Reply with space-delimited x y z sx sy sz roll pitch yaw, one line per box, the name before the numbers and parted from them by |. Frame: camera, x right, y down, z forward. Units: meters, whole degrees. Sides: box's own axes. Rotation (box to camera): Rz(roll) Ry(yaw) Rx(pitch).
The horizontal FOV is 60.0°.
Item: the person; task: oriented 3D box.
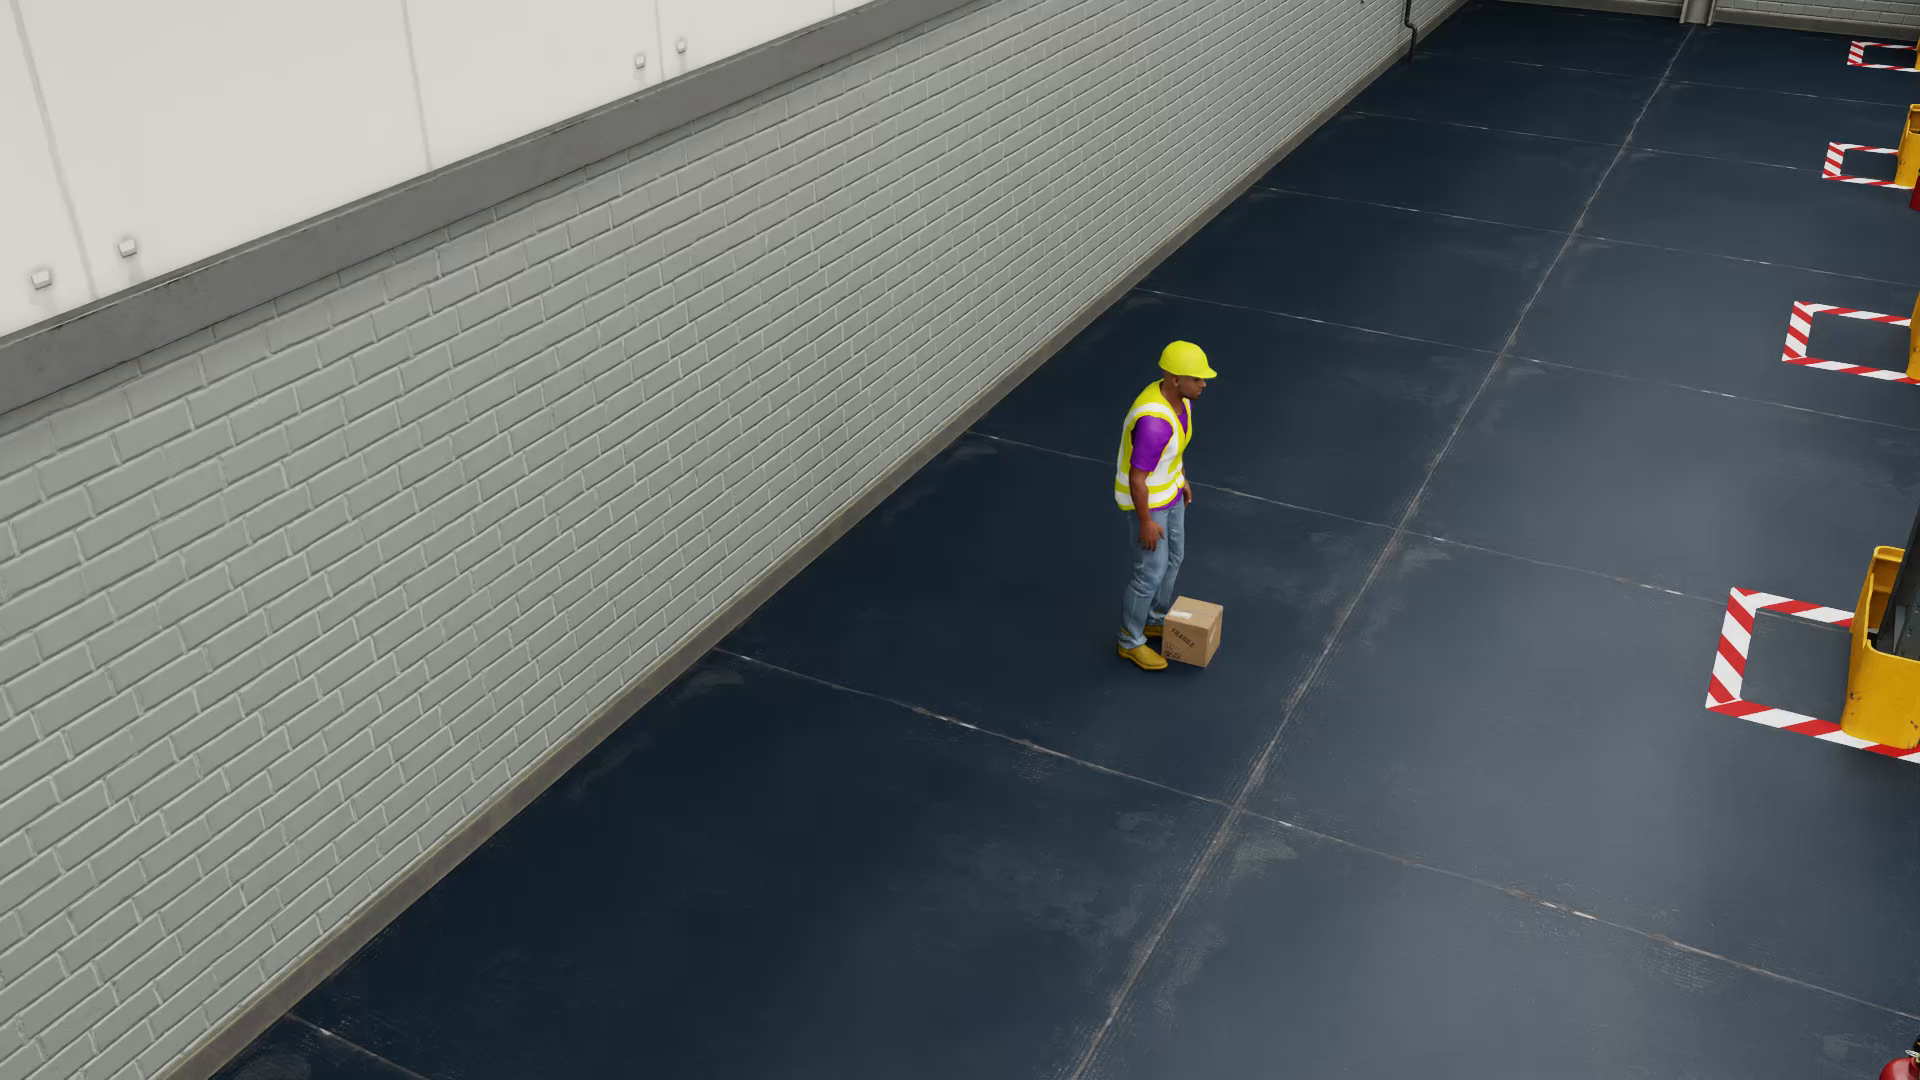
person | 1.046 -0.211 8.641 0.458 1.761 0.638 13 32 22
